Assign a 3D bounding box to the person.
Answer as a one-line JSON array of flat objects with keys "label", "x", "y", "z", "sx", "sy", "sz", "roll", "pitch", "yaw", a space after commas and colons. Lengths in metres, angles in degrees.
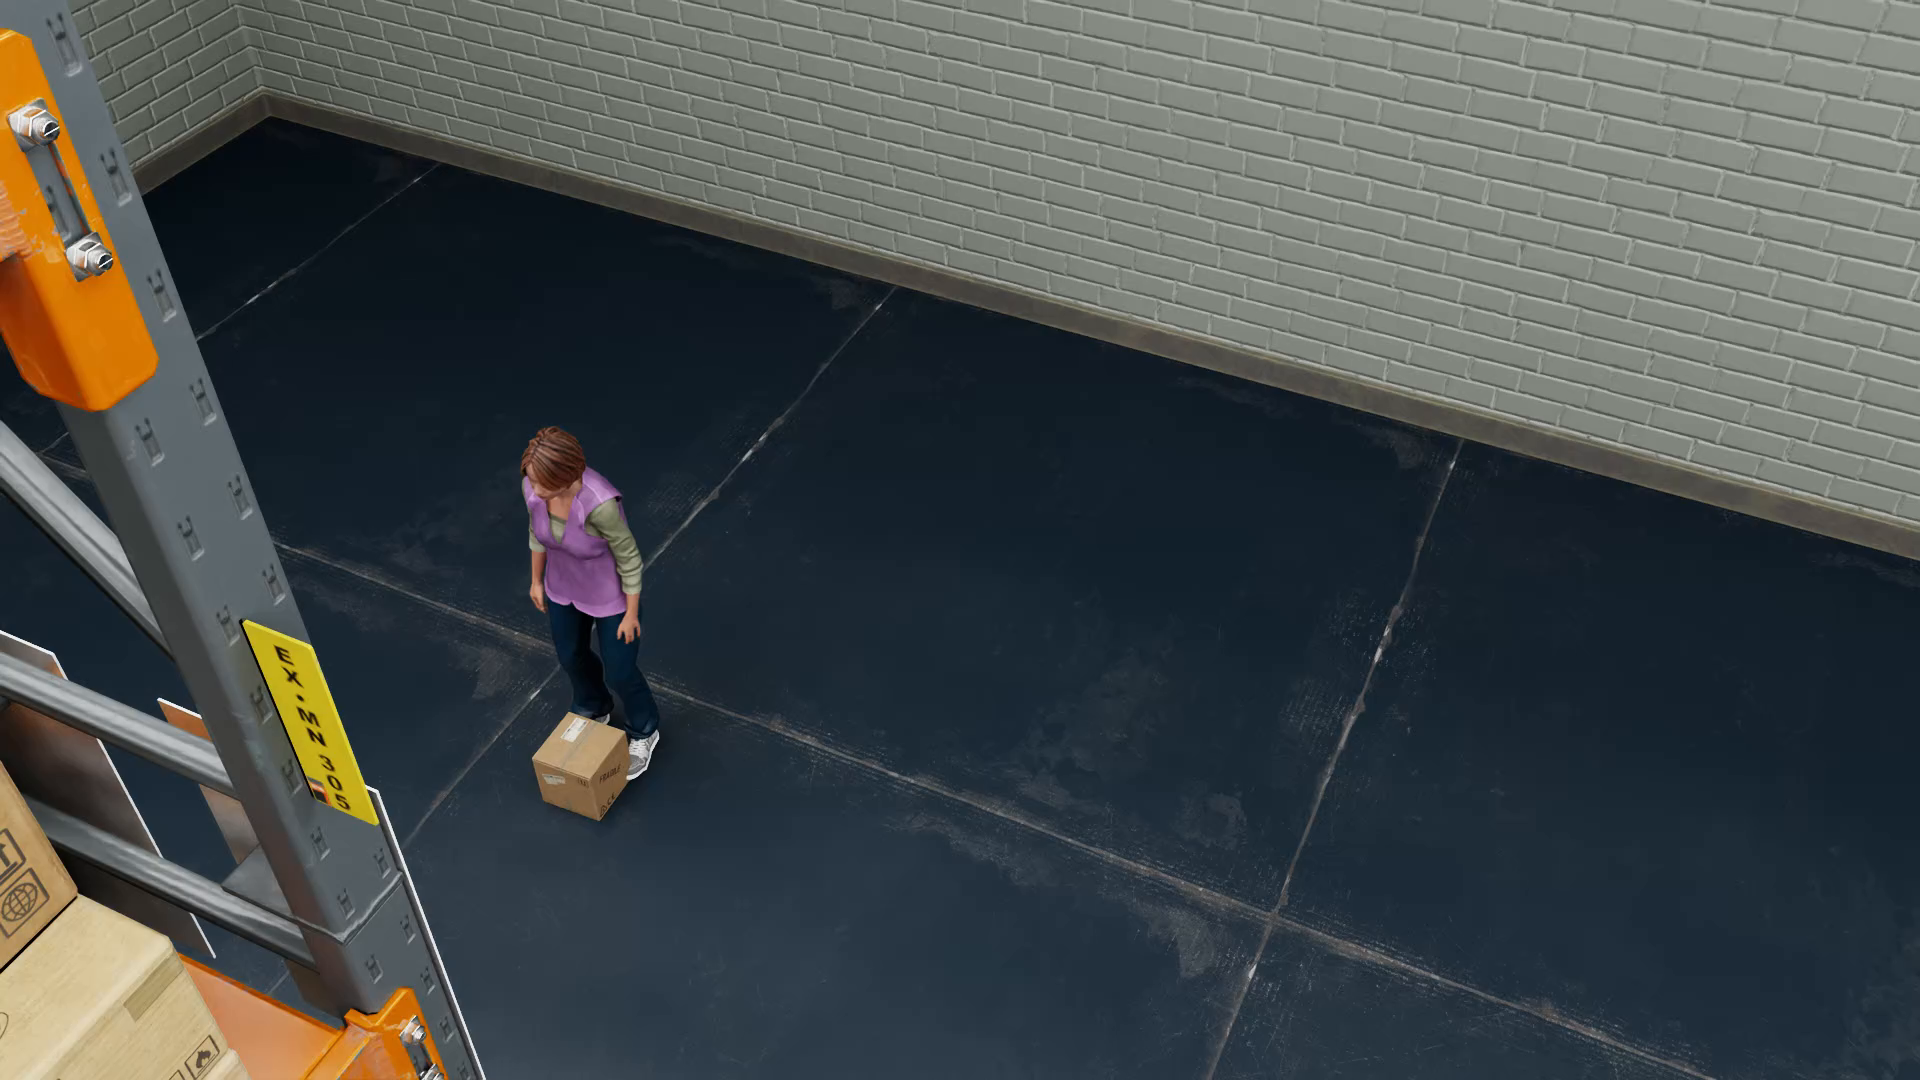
[{"label": "person", "x": -1.320, "y": 0.206, "z": 5.944, "sx": 0.461, "sy": 1.593, "sz": 0.343, "roll": 18, "pitch": 46, "yaw": 18}]
